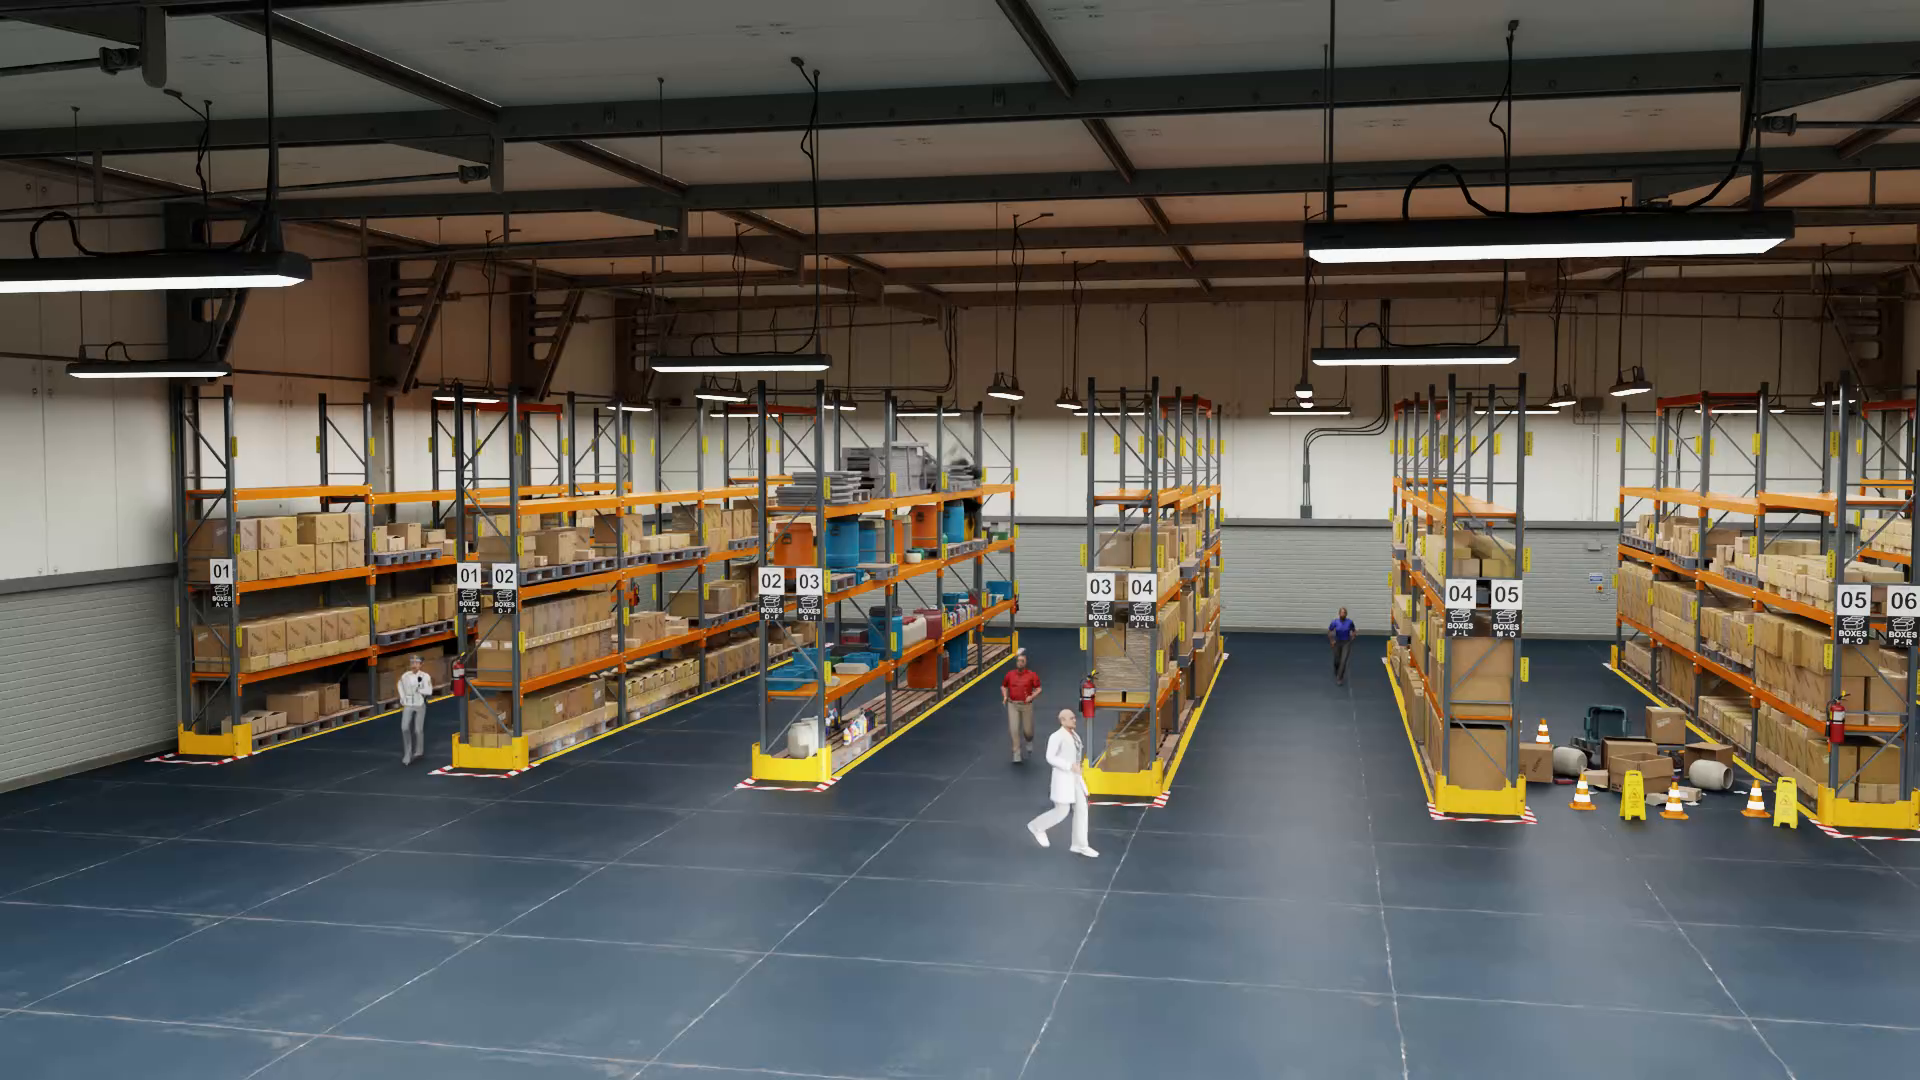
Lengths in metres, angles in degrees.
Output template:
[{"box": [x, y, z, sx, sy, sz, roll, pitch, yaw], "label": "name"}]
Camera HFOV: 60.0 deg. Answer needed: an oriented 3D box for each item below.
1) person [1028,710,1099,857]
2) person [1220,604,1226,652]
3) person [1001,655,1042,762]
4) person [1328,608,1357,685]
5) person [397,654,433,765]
[{"box": [1.273, 2.973, 20.481, 0.964, 1.782, 0.712, 2, 4, 36], "label": "person"}, {"box": [6.162, 1.921, 40.791, 0.545, 1.619, 0.792, -3, 4, -42], "label": "person"}, {"box": [0.969, 2.672, 26.572, 0.670, 1.677, 0.751, 1, 3, 10], "label": "person"}, {"box": [8.088, 2.246, 35.195, 0.597, 1.612, 0.621, 0, 3, 9], "label": "person"}, {"box": [-8.675, 2.681, 26.442, 0.589, 1.716, 0.712, 0, 3, -8], "label": "person"}]
